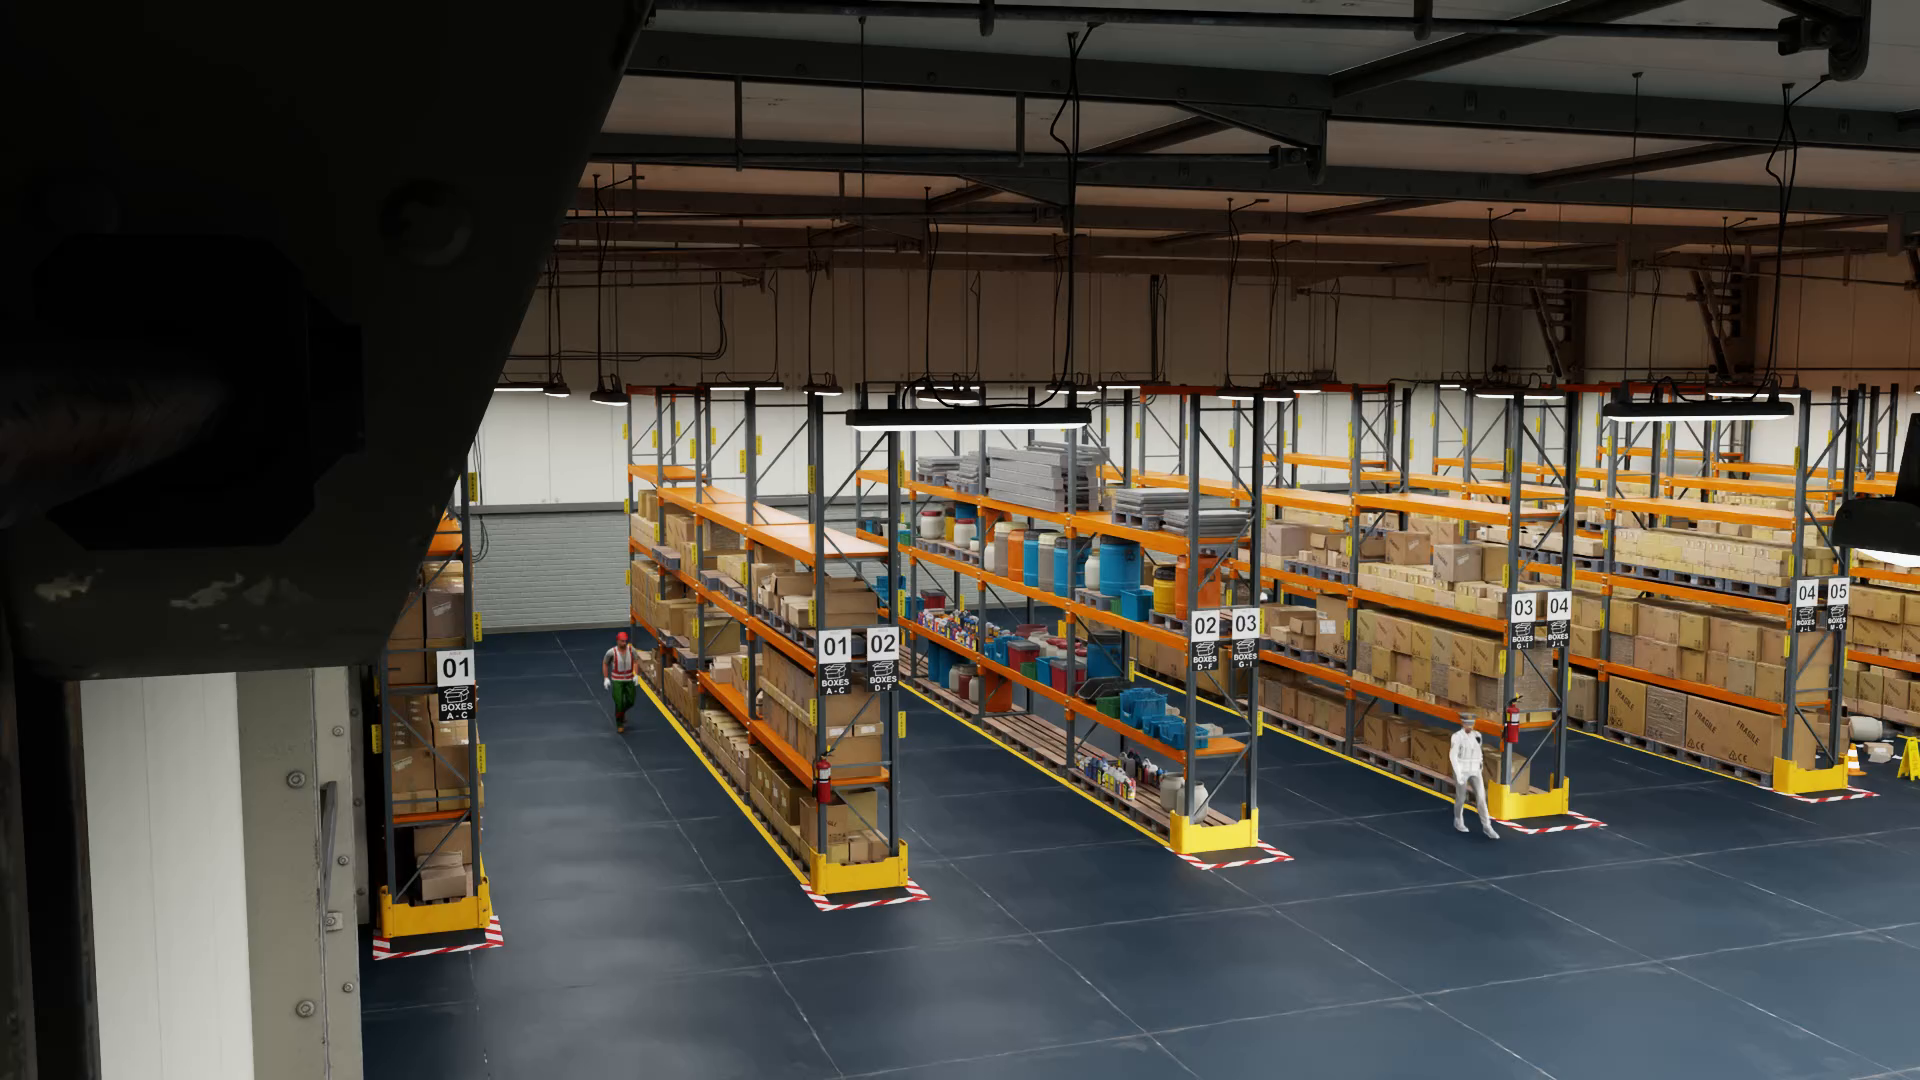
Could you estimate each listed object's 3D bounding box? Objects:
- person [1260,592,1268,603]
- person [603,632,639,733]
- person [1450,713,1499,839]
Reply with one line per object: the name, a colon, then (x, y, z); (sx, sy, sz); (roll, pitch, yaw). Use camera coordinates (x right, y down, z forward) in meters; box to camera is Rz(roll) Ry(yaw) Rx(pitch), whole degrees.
person: (6.220, 1.925, 34.323); (0.600, 1.754, 0.660); (0, 6, -4)
person: (-5.953, 2.456, 29.131); (0.629, 1.767, 0.689); (-3, 7, -29)
person: (6.936, 3.184, 22.530); (0.560, 1.663, 0.745); (-1, 6, -5)
